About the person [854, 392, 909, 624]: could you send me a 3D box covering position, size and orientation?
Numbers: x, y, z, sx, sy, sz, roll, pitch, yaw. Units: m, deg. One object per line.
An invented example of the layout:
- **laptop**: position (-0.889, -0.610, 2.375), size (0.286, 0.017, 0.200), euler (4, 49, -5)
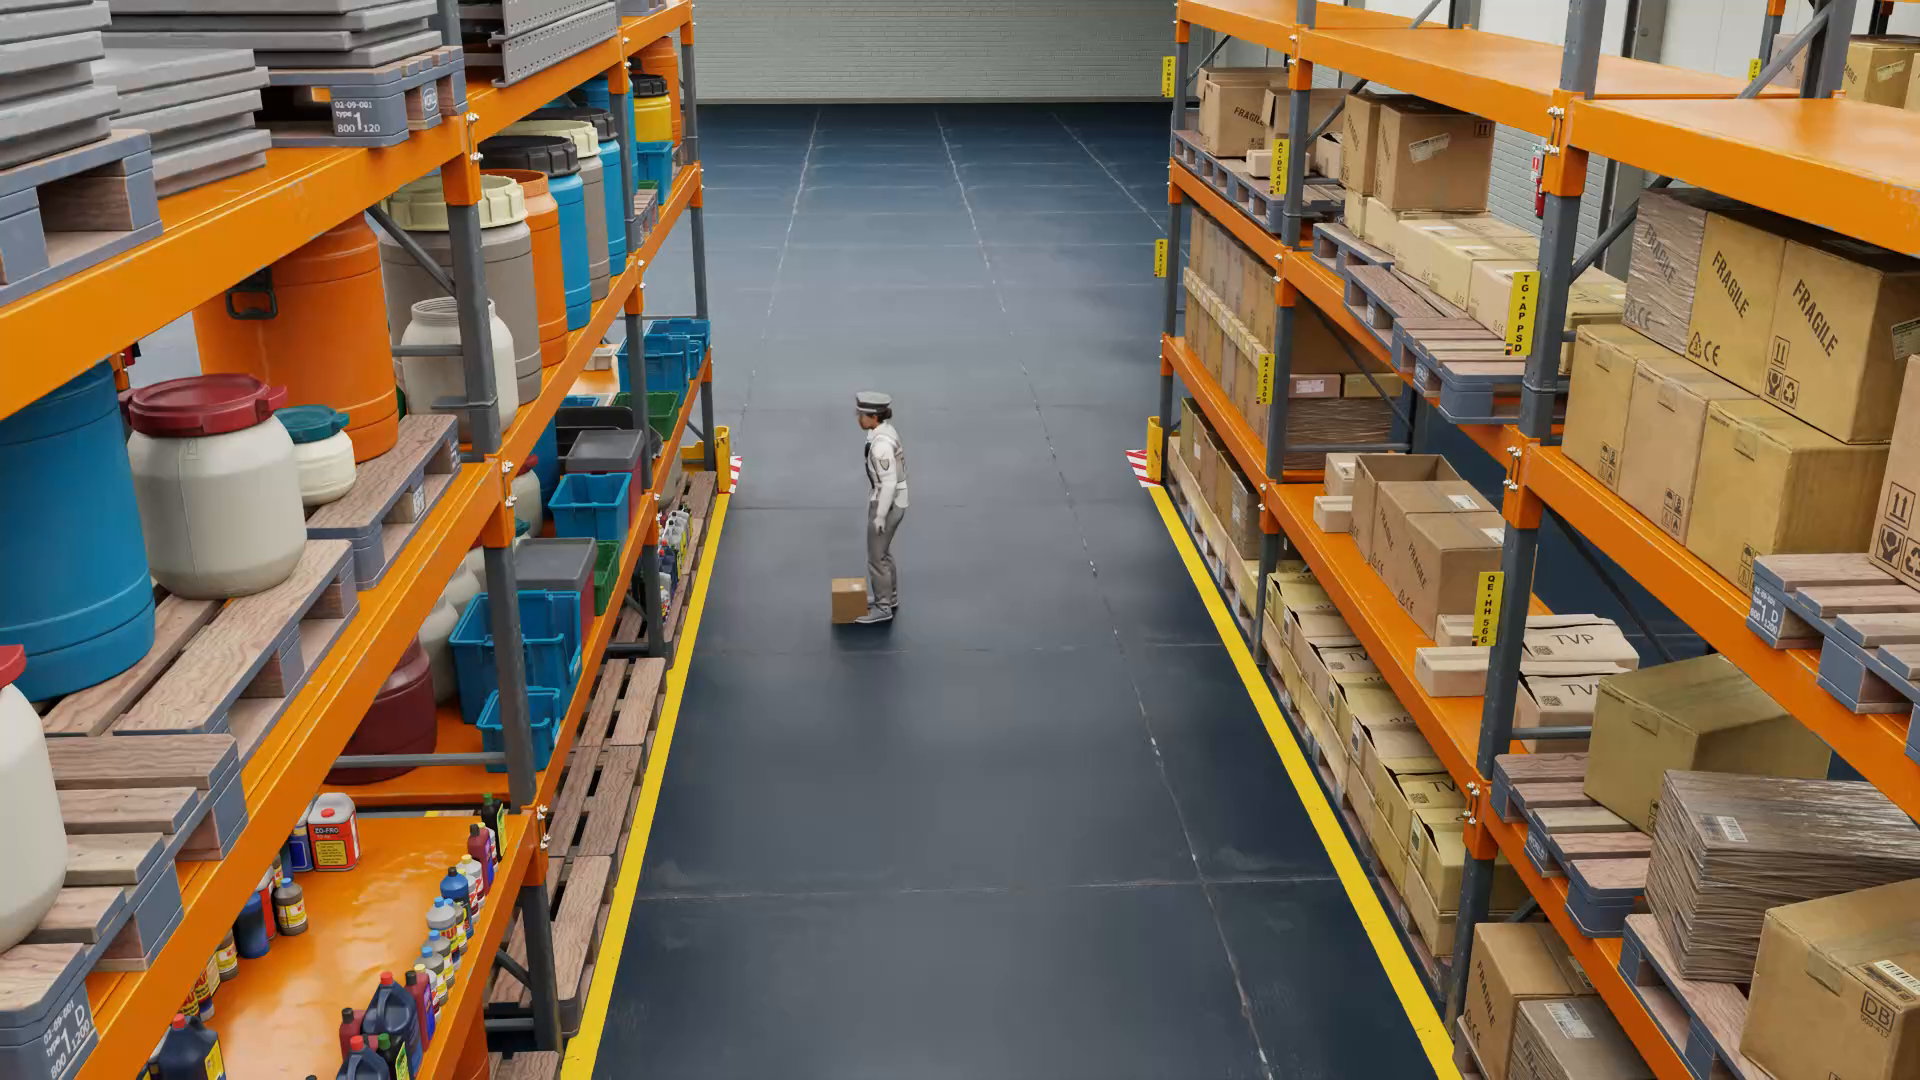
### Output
- **person**: position (-0.569, -0.232, 11.693), size (0.413, 1.662, 0.523), euler (-2, 21, -5)
